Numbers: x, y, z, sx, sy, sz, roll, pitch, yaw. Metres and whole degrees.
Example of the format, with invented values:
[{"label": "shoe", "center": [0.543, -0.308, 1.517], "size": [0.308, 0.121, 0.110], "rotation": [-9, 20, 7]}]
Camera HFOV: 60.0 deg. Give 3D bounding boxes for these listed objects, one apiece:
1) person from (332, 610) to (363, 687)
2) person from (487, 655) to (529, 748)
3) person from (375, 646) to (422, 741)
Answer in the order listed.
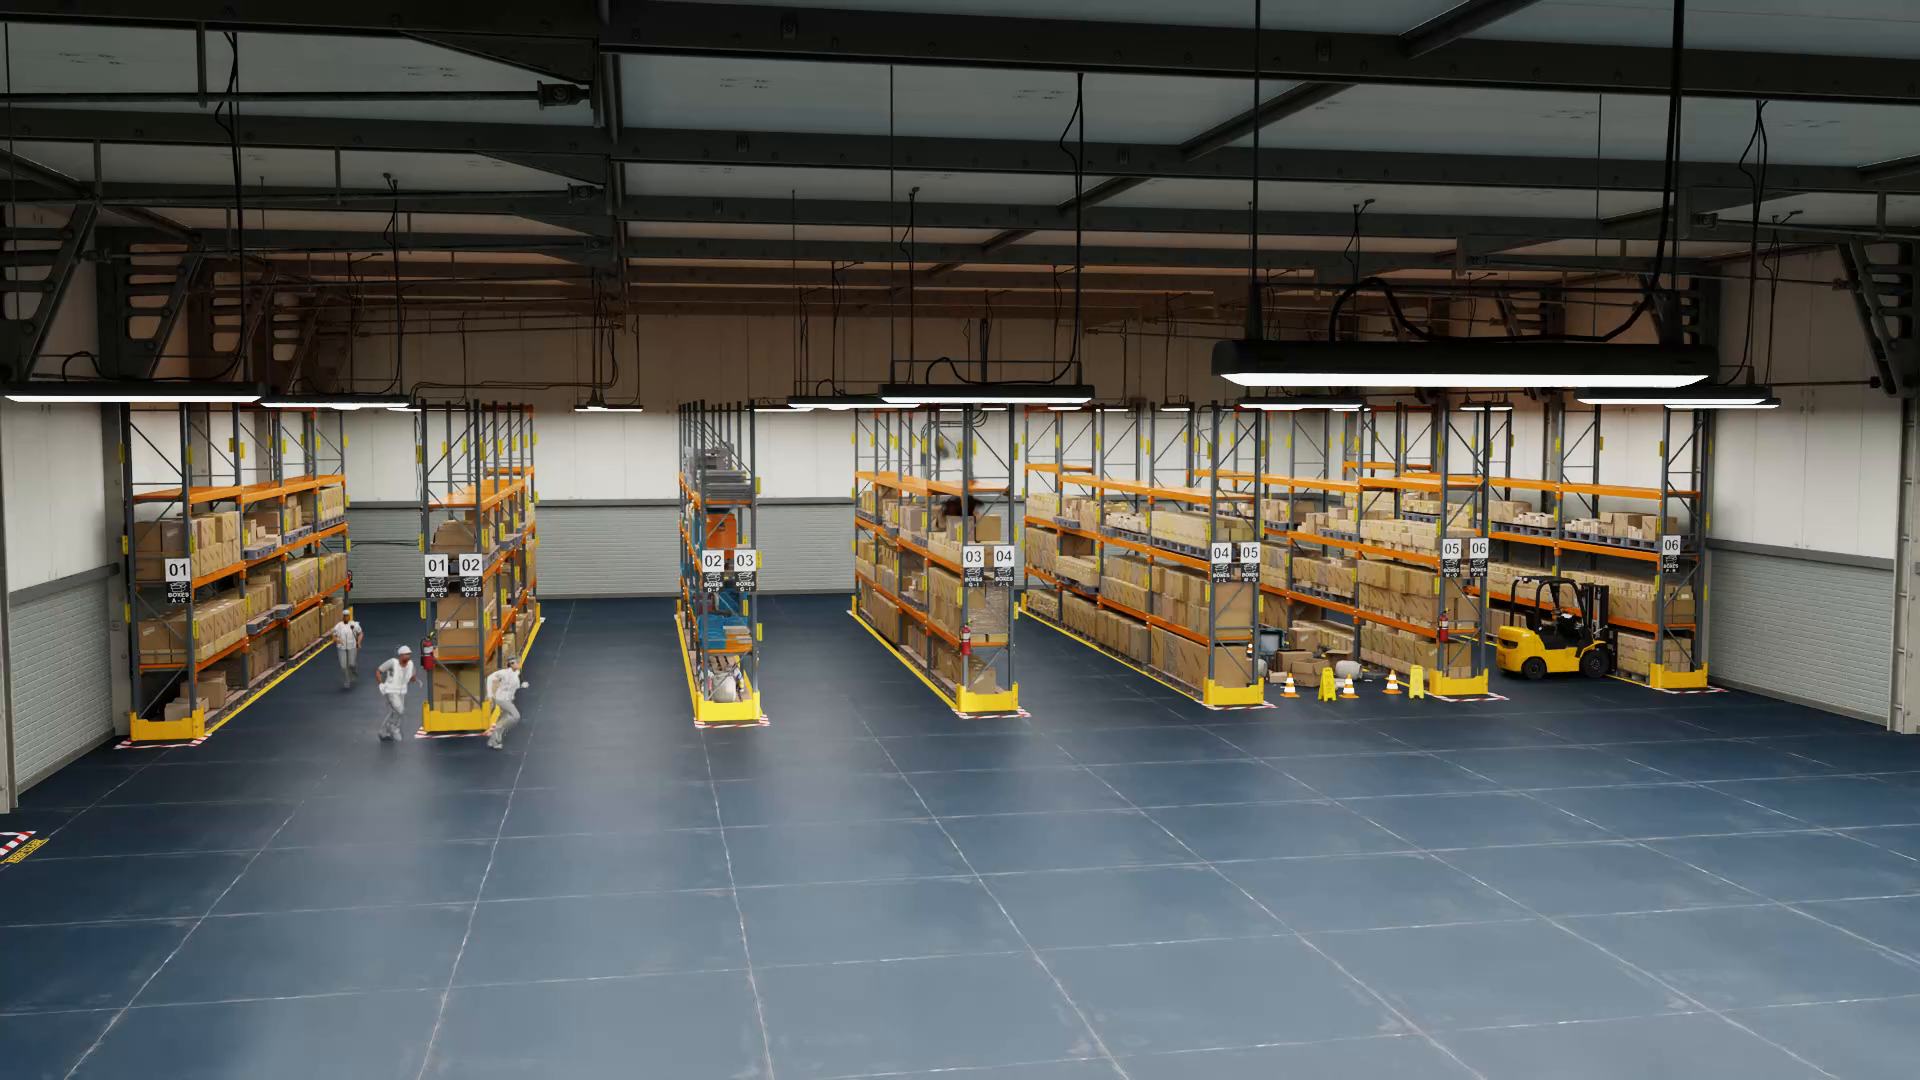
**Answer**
[{"label": "person", "center": [-12.843, 2.284, 34.866], "size": [0.599, 1.628, 0.539], "rotation": [-1, 4, -15]}, {"label": "person", "center": [-7.760, 2.760, 28.517], "size": [0.763, 1.609, 0.601], "rotation": [1, 4, 11]}, {"label": "person", "center": [-9.907, 2.689, 29.277], "size": [0.868, 1.688, 0.710], "rotation": [3, 5, 31]}]
